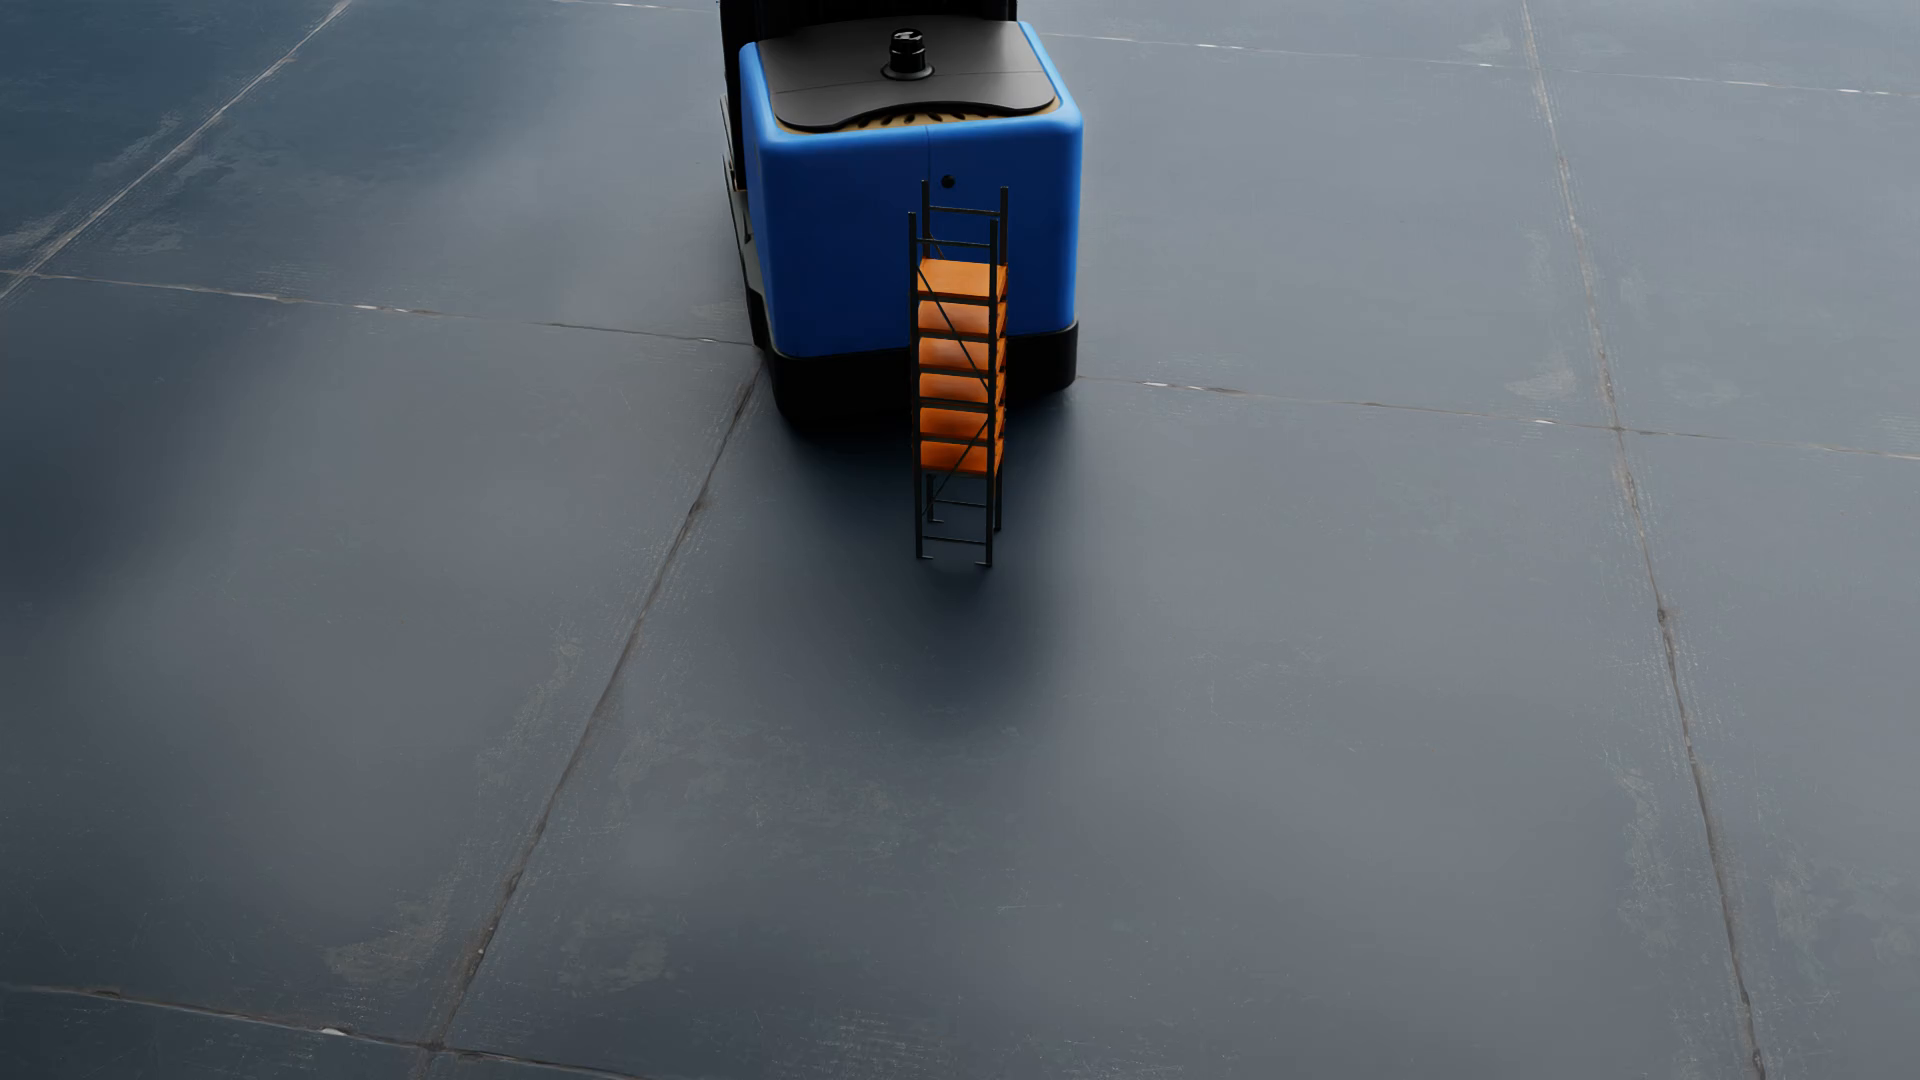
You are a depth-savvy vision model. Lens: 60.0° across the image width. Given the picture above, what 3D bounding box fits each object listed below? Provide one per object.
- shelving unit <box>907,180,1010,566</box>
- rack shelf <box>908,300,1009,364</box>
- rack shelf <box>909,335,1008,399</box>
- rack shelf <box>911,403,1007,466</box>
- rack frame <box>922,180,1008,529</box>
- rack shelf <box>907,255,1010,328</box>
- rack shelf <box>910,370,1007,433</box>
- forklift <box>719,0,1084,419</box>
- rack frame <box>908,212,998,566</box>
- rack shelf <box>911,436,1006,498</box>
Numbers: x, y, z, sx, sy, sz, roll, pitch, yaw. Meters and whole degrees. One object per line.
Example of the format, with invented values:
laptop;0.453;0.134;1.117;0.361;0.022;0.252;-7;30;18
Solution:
shelving unit;-0.002;-0.453;4.857;0.258;1.200;0.189;6;40;8
rack shelf;-0.002;-0.604;4.732;0.258;0.103;0.180;6;40;8
rack shelf;-0.002;-0.512;4.809;0.258;0.103;0.180;6;40;8
rack shelf;-0.002;-0.327;4.961;0.258;0.103;0.180;6;40;8
rack frame;0.013;-0.511;4.926;0.240;1.200;0.006;6;40;8
rack shelf;-0.002;-0.697;4.656;0.258;0.103;0.180;6;40;8
rack shelf;-0.002;-0.419;4.885;0.258;0.103;0.180;6;40;8
forklift;-0.379;-2.482;5.951;1.130;2.935;3.031;-7;40;-8
rack frame;-0.018;-0.396;4.787;0.240;1.200;0.006;6;40;8
rack shelf;-0.002;-0.234;5.038;0.258;0.103;0.180;6;40;8
